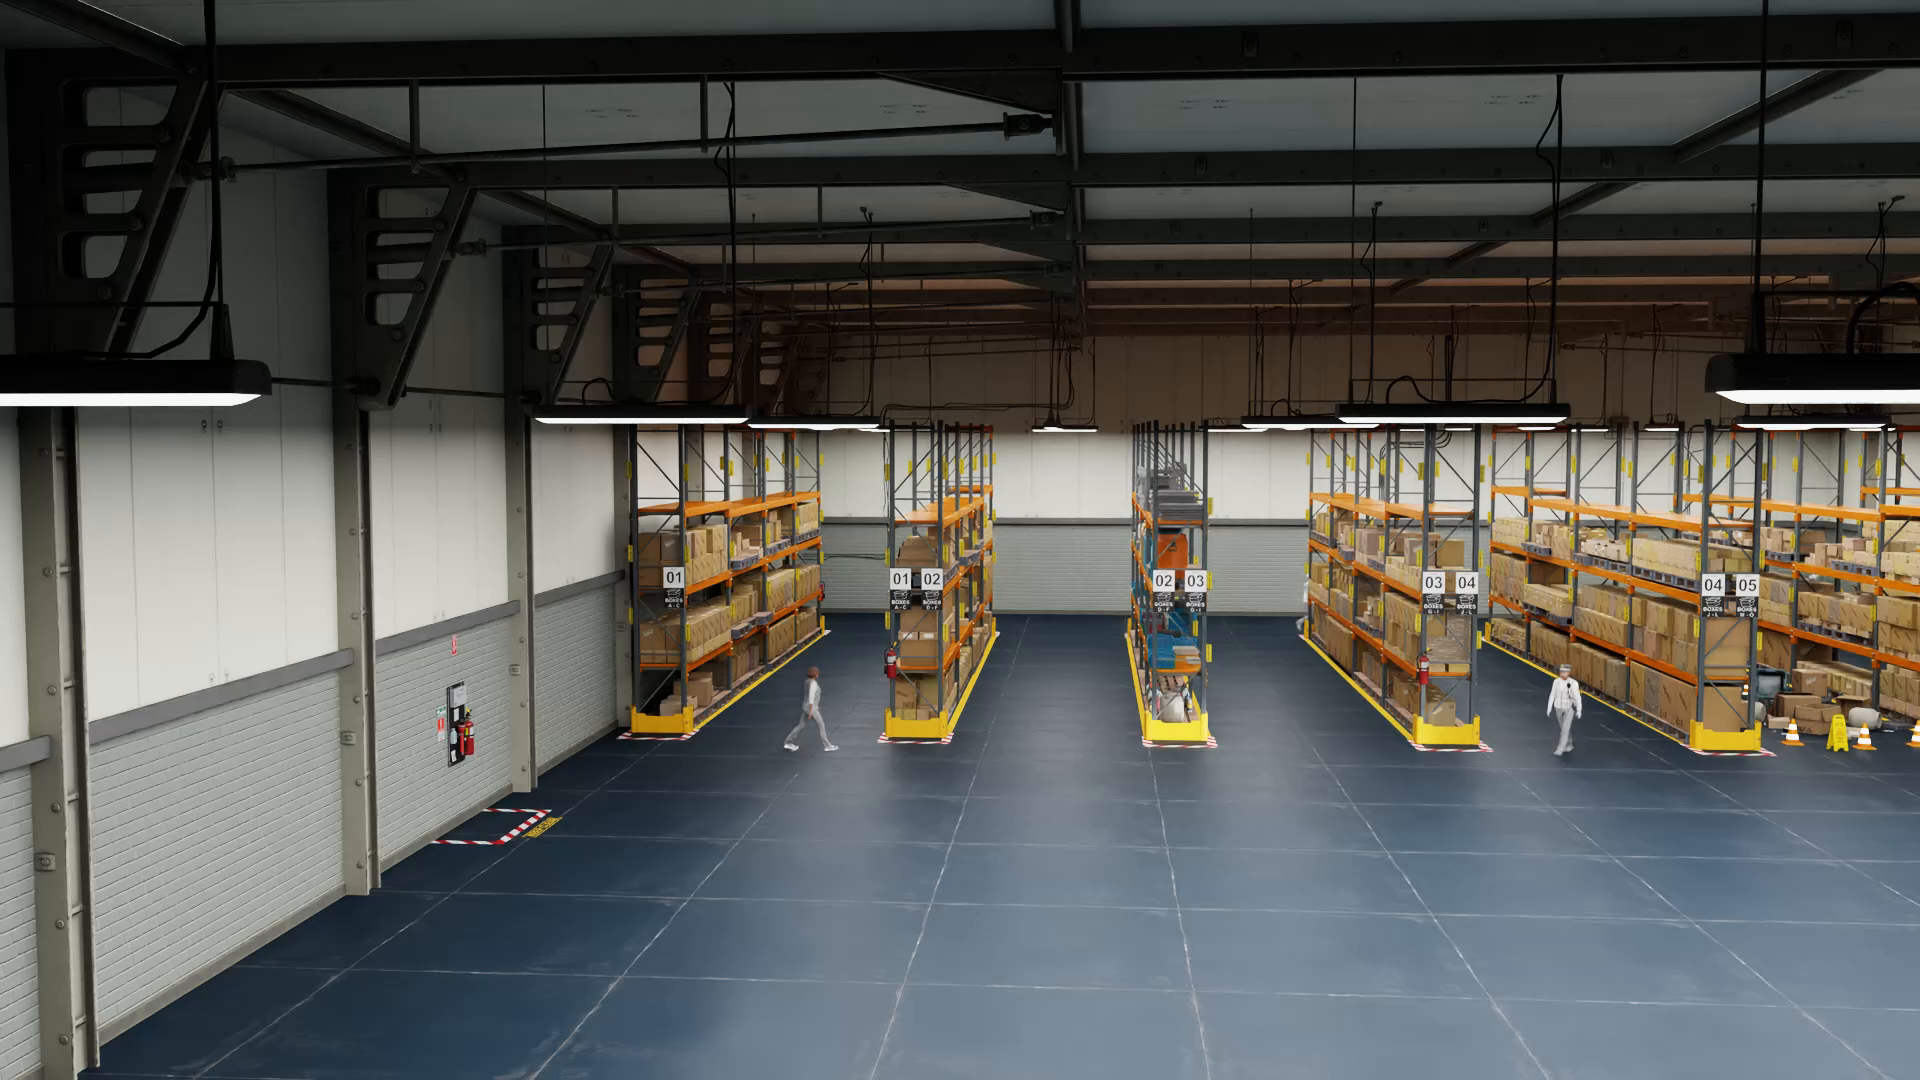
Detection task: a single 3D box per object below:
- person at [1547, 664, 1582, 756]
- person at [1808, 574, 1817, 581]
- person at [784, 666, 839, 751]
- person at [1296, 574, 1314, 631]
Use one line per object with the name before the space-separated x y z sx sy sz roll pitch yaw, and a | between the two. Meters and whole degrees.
person | 10.743 3.017 29.661 1.019 1.613 0.519 -3 5 -41
person | 24.361 1.845 47.441 1.034 1.754 0.564 0 4 -2
person | -2.681 3.041 29.939 0.991 1.538 0.432 -1 4 -13
person | 10.019 1.798 47.903 0.619 1.766 0.577 1 4 22
